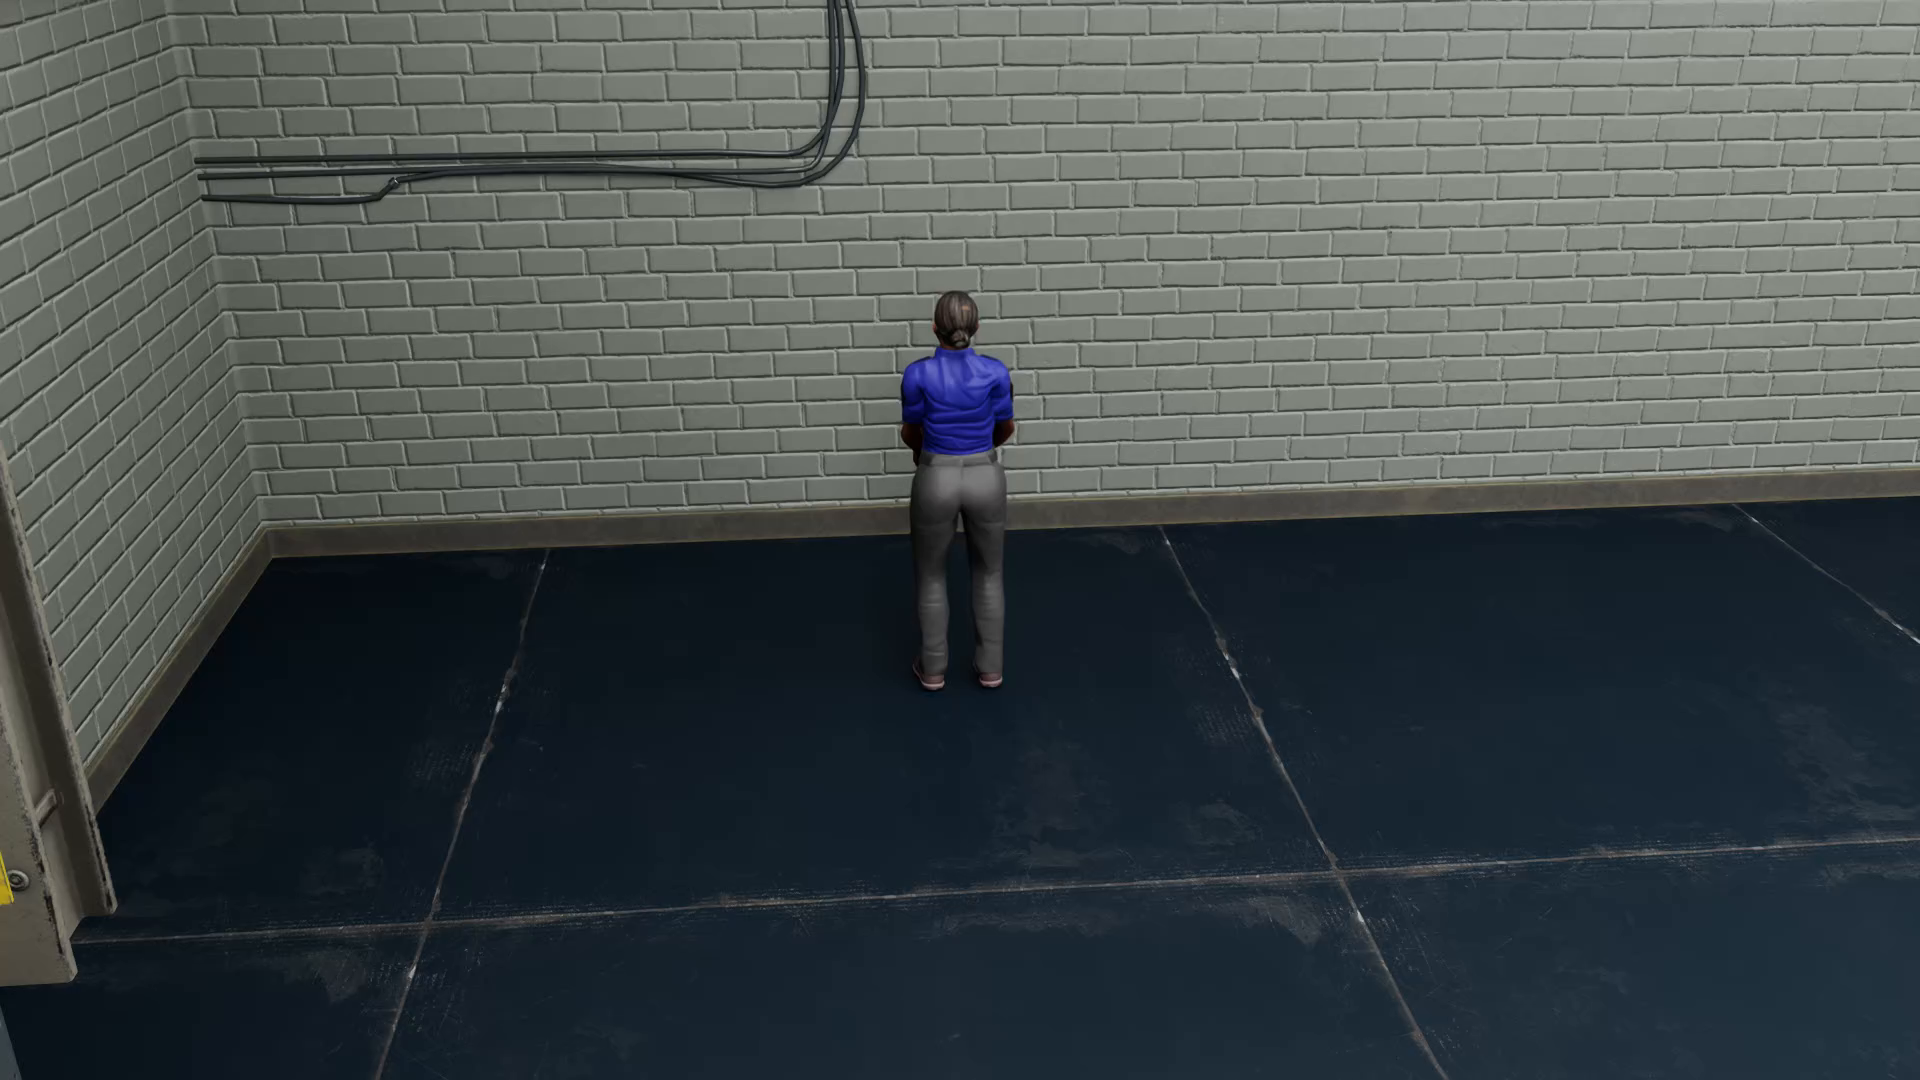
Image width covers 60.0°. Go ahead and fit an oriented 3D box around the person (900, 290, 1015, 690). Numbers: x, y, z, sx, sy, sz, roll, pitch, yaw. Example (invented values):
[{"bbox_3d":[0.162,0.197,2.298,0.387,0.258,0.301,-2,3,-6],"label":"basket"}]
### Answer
[{"bbox_3d":[-0.013,-0.218,6.611,0.449,1.655,0.500,-2,24,-5],"label":"person"}]
